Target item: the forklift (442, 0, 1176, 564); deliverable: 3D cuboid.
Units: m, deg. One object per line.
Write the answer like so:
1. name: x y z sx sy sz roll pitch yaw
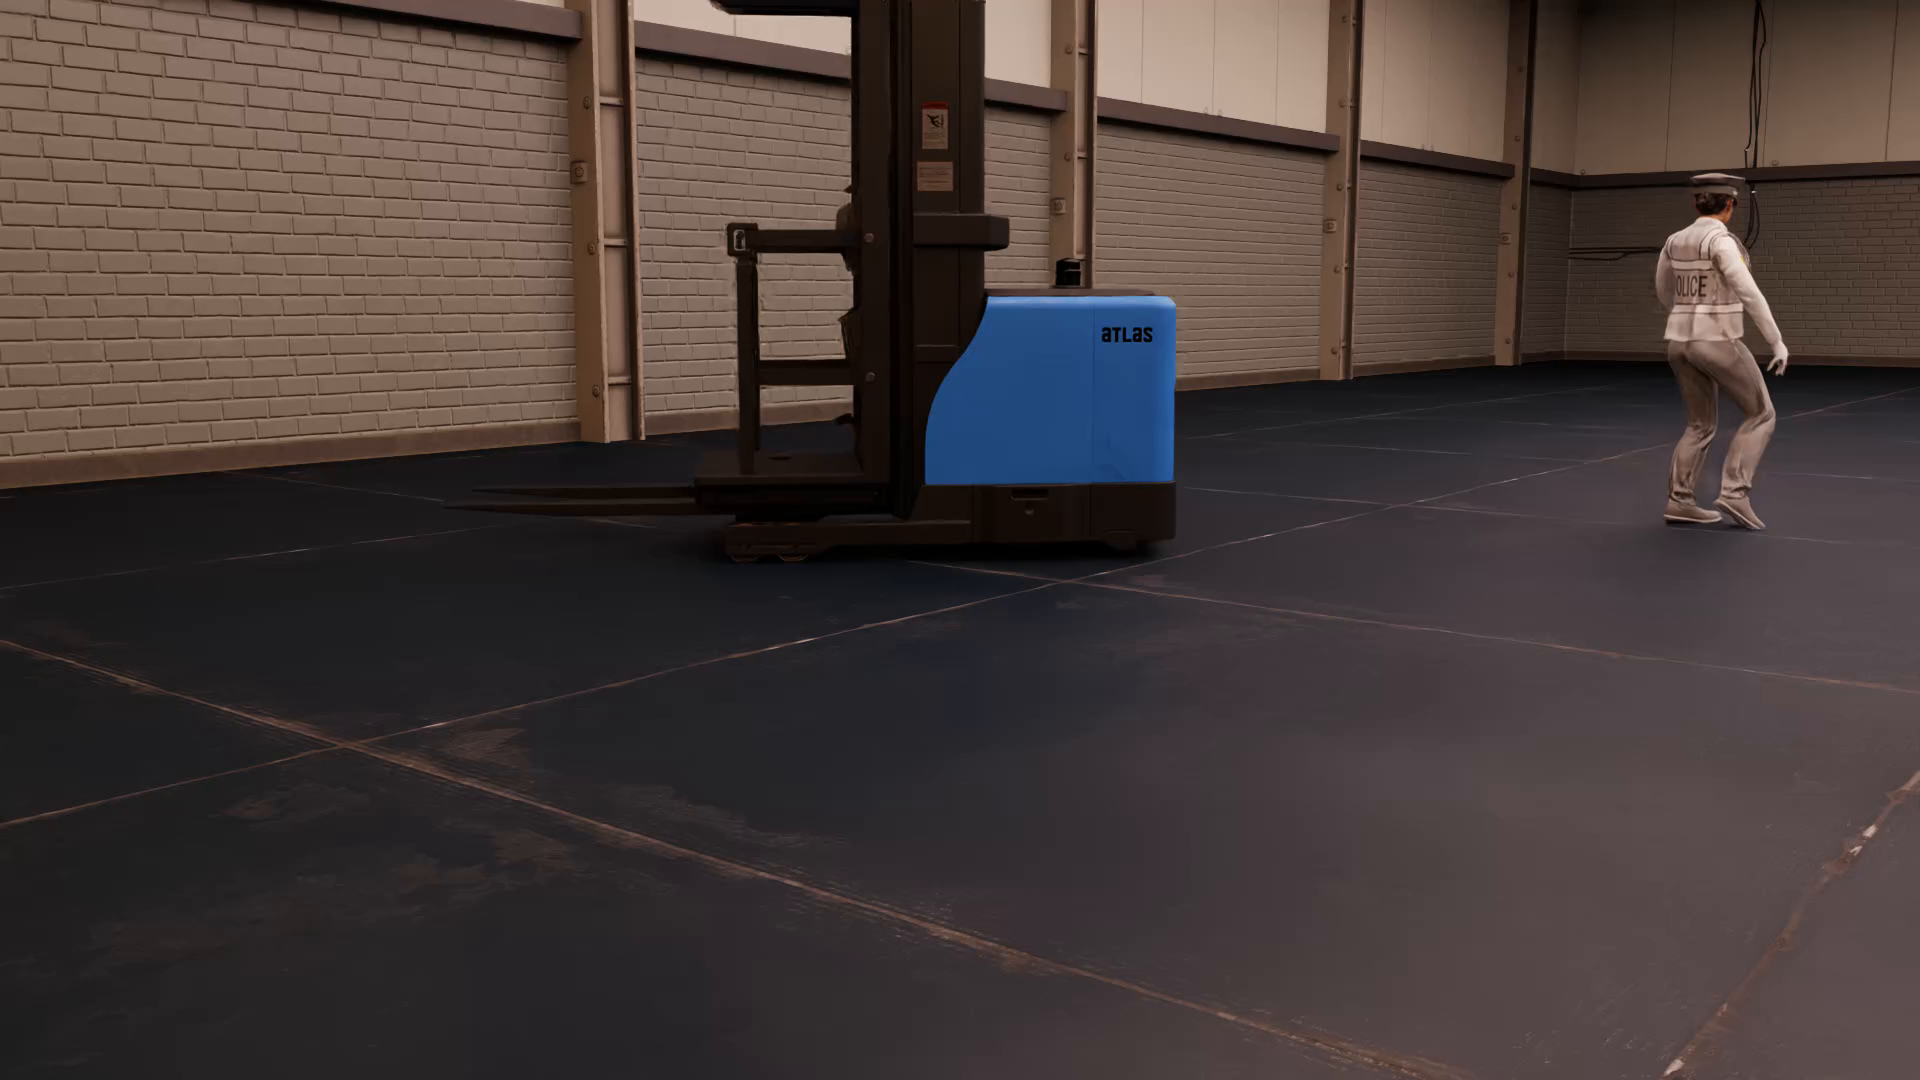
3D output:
1. forklift: -0.643 -1.434 7.084 3.031 2.935 1.130 -1 8 -5

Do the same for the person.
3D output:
1. person: 3.564 -0.875 7.859 0.441 1.683 0.823 -1 8 -10
